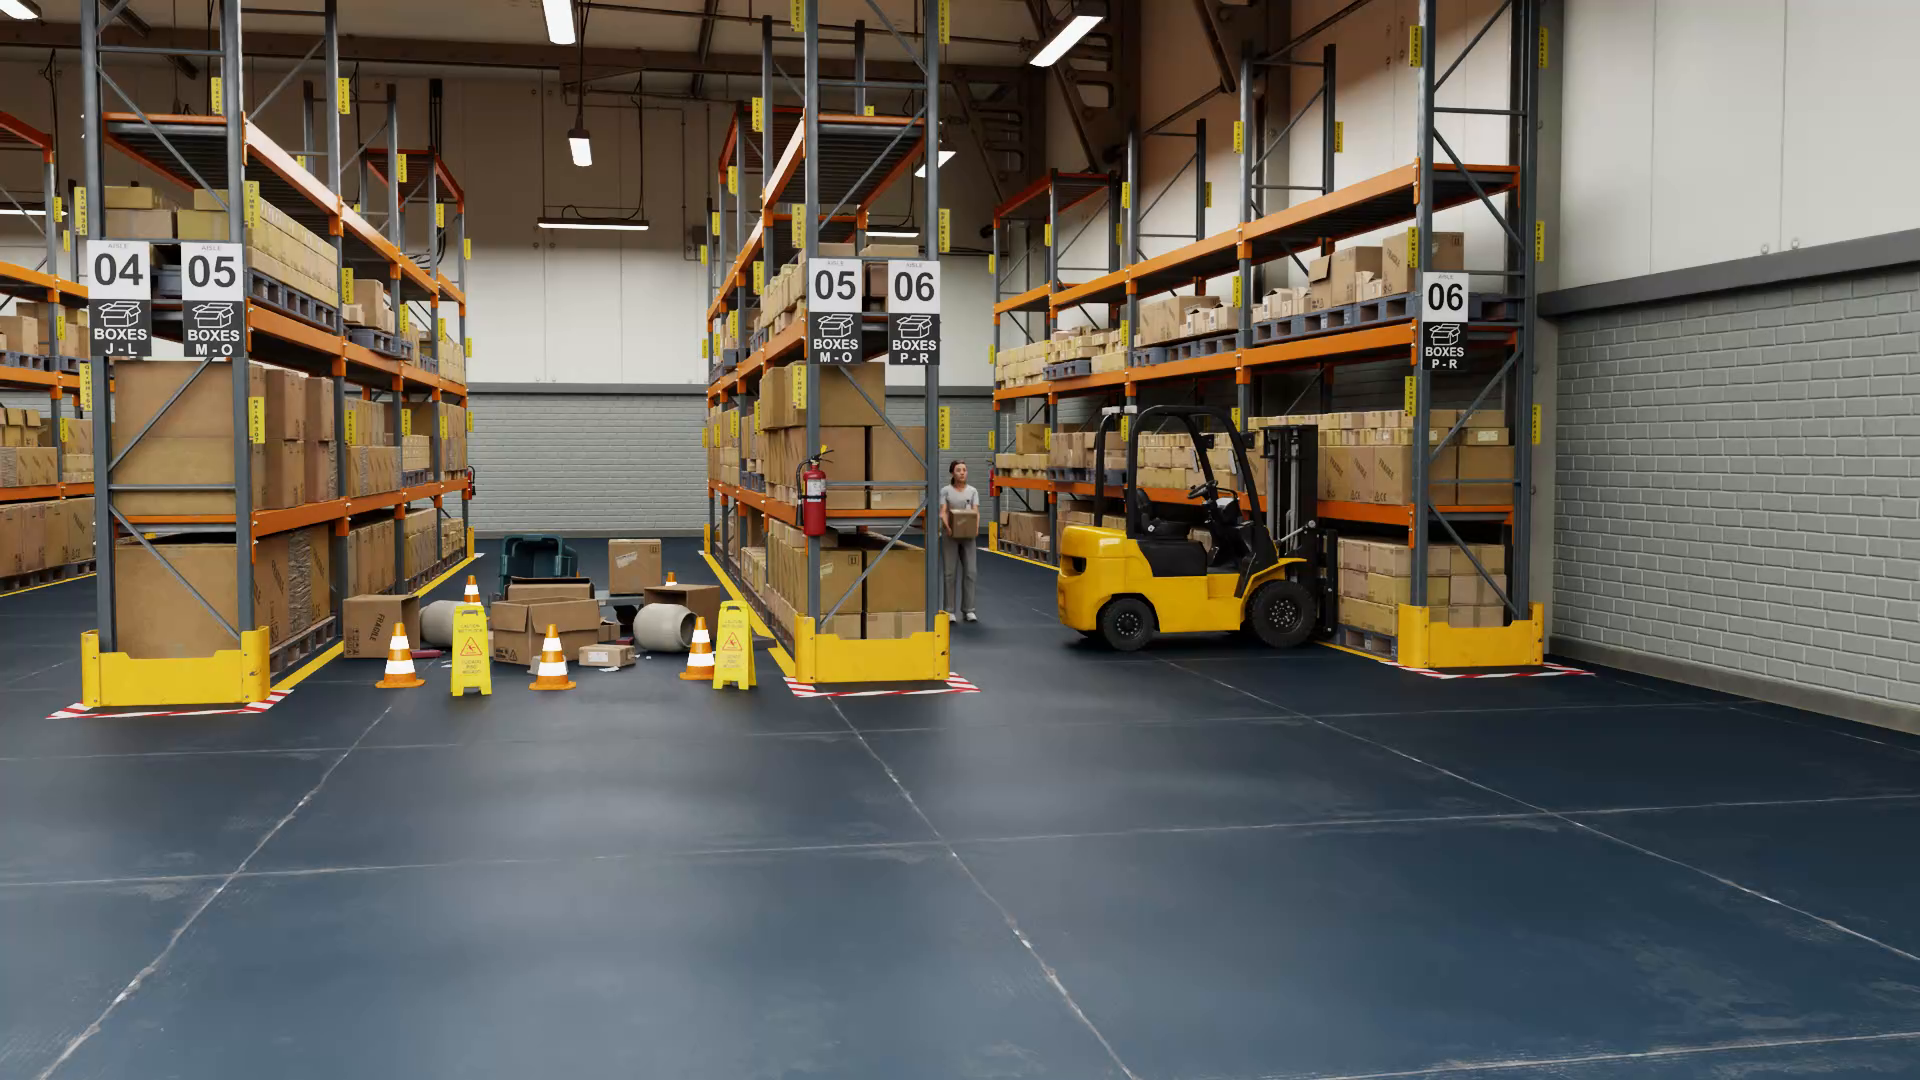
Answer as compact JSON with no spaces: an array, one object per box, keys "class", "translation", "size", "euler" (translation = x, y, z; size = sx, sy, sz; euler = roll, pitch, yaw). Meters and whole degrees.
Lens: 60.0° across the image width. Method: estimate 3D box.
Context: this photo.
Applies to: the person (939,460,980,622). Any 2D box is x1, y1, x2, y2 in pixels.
[{"class":"person","translation":[-0.002,0.004,17.184],"size":[0.437,1.665,0.549],"euler":[-1,3,-10]}]
